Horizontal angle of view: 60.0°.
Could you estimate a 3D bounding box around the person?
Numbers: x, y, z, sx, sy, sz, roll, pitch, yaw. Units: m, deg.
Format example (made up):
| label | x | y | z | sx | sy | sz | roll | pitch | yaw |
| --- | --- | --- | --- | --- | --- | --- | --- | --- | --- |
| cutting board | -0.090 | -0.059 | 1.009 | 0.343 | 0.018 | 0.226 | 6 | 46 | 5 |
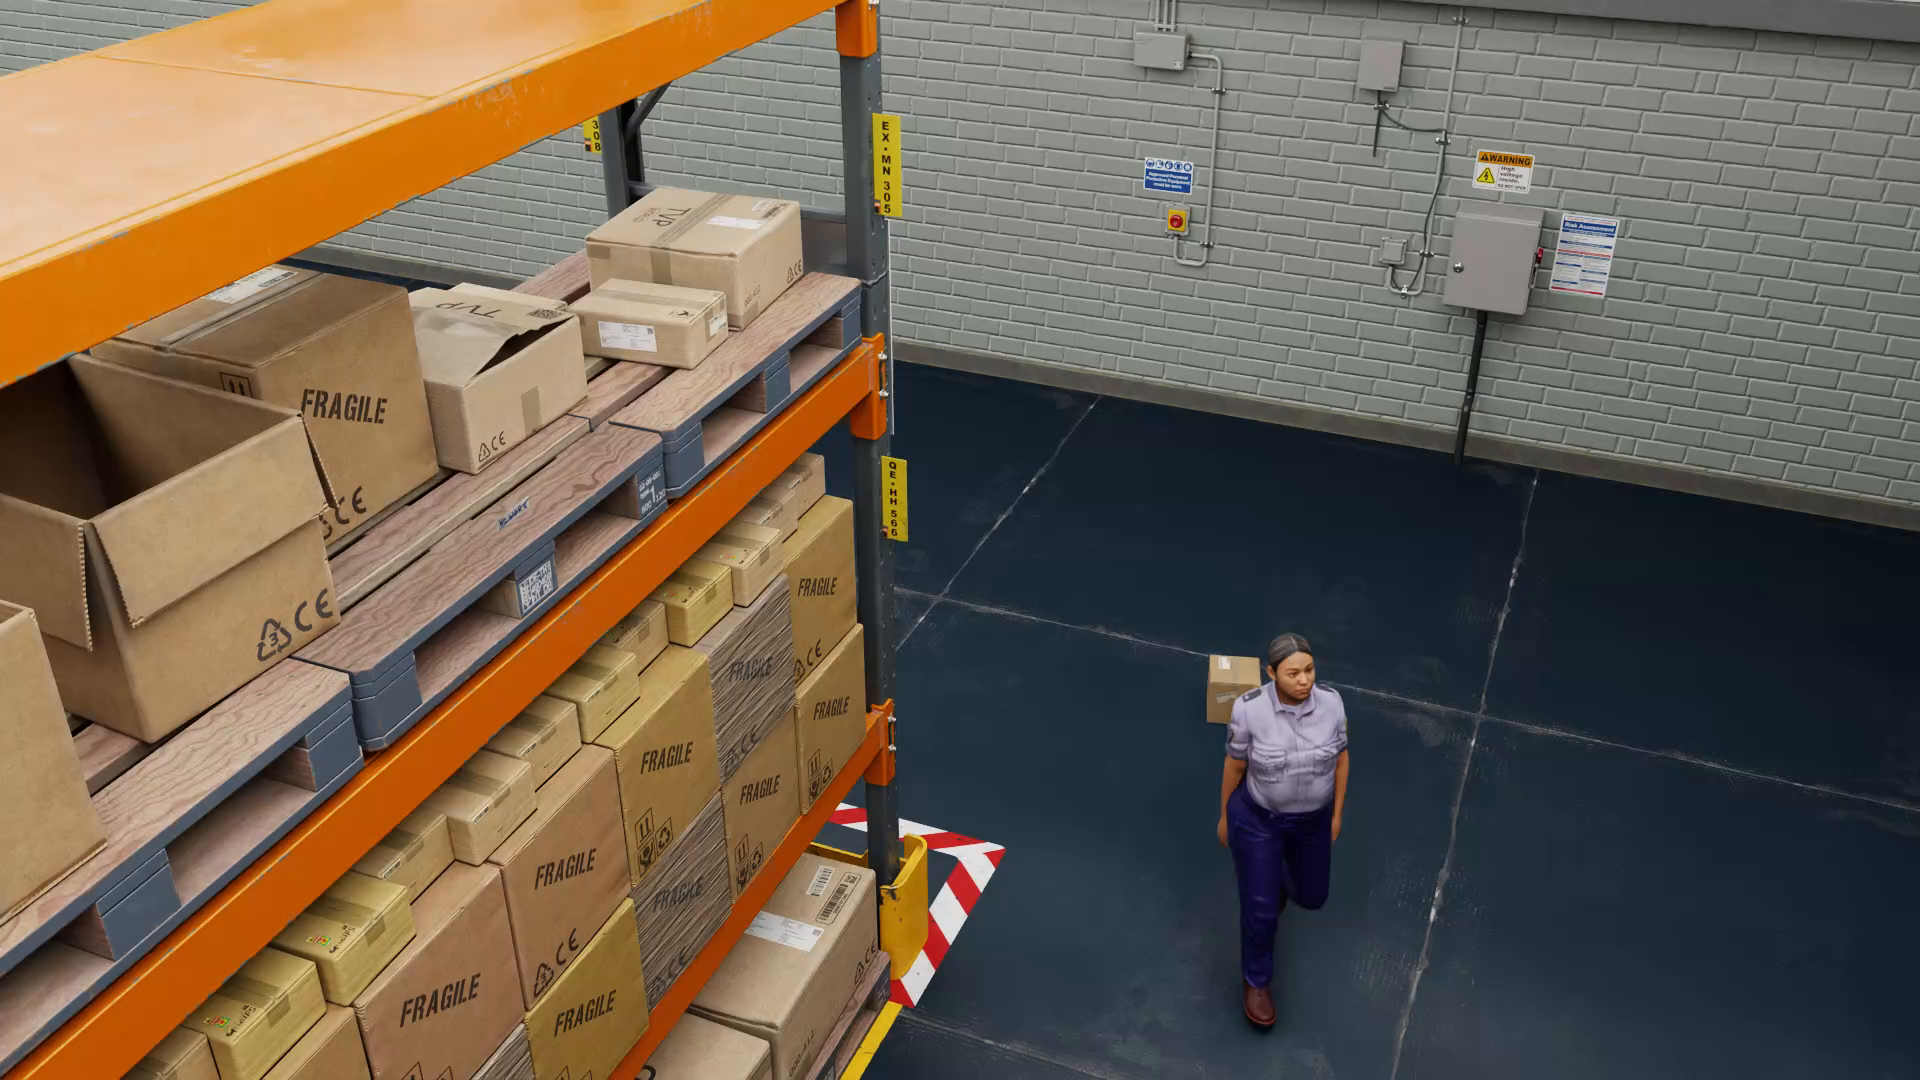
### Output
| label | x | y | z | sx | sy | sz | roll | pitch | yaw |
| --- | --- | --- | --- | --- | --- | --- | --- | --- | --- |
| person | 1.263 | 1.059 | 6.534 | 0.488 | 1.608 | 0.741 | -4 | 30 | -6 |
